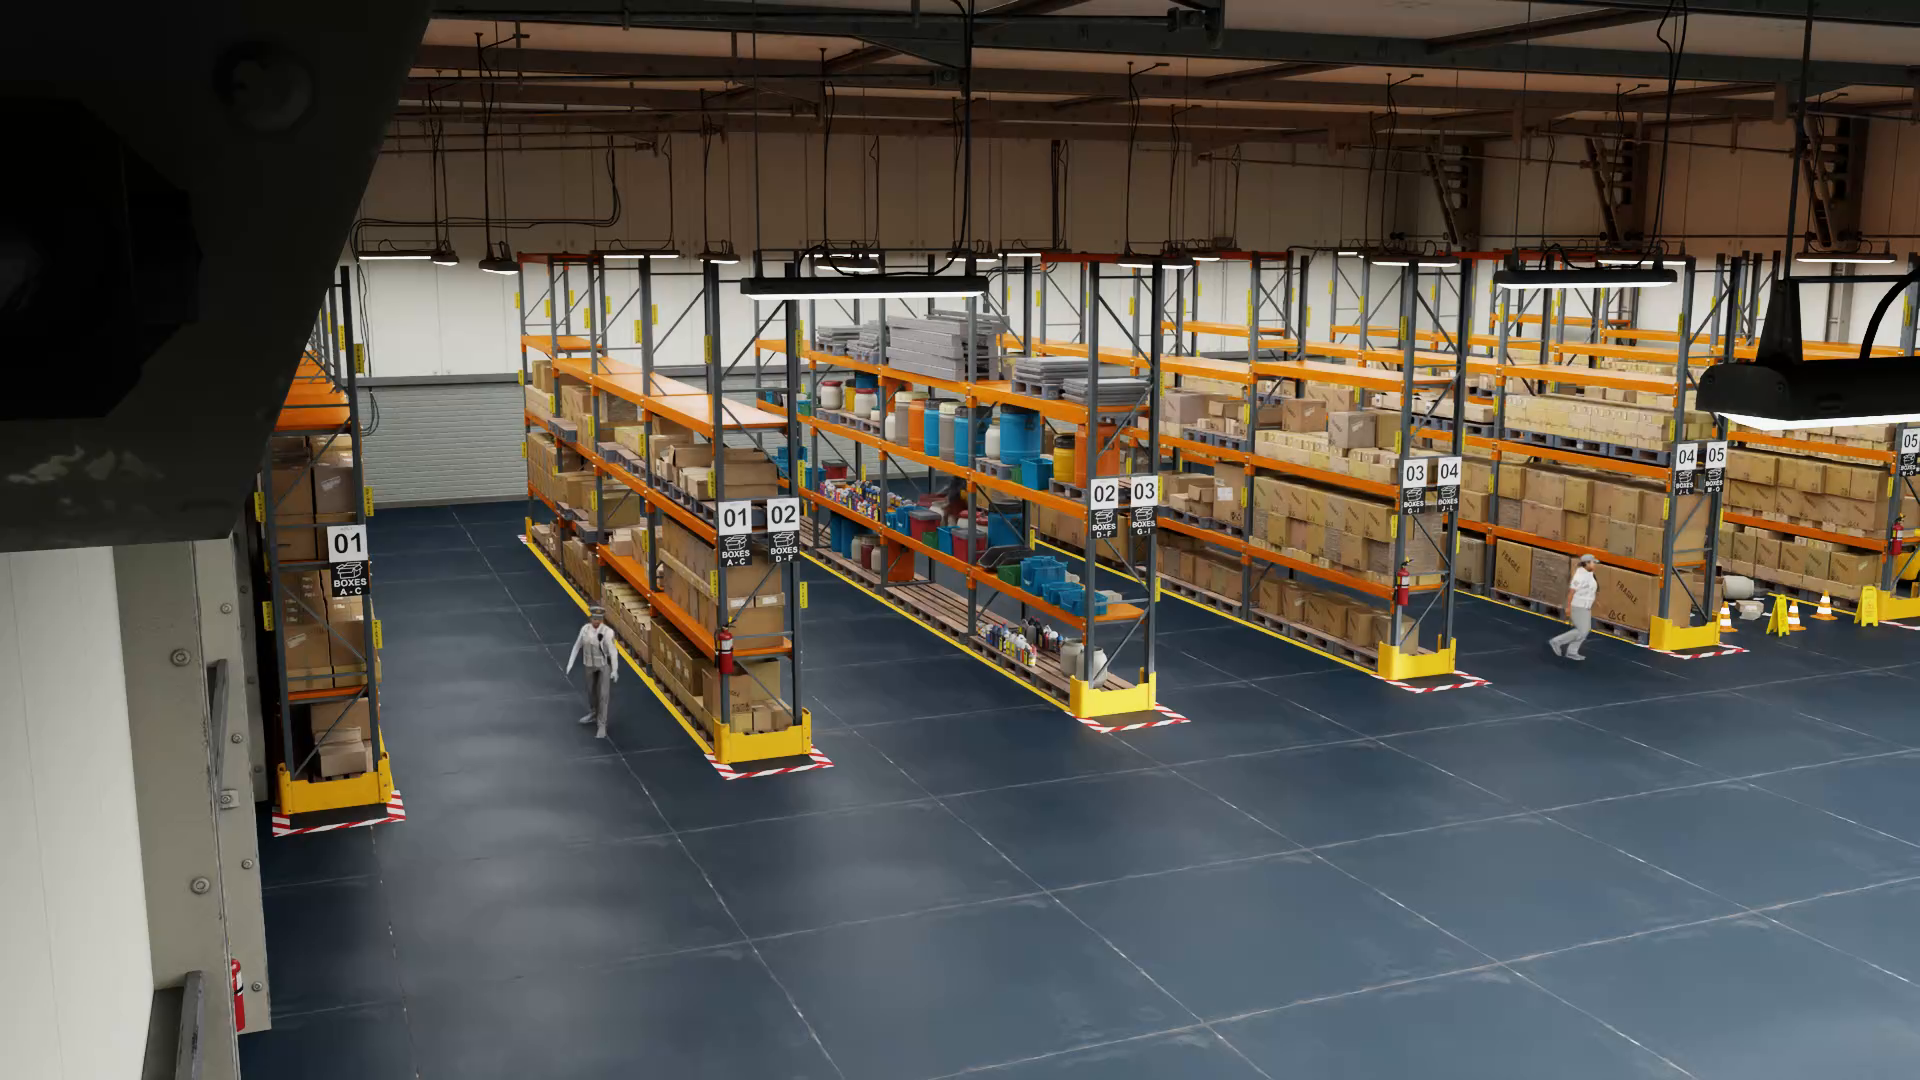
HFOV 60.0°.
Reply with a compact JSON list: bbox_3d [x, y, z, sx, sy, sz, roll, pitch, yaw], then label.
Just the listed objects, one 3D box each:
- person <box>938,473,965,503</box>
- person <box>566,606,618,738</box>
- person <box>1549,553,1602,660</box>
[{"bbox_3d":[-0.196,-1.627,39.731,0.748,1.523,0.613,0,10,-2],"label":"person"},{"bbox_3d":[-4.731,1.654,21.469,0.664,1.655,0.742,2,11,10],"label":"person"},{"bbox_3d":[9.281,1.008,25.032,0.663,1.627,0.661,6,12,30],"label":"person"}]
